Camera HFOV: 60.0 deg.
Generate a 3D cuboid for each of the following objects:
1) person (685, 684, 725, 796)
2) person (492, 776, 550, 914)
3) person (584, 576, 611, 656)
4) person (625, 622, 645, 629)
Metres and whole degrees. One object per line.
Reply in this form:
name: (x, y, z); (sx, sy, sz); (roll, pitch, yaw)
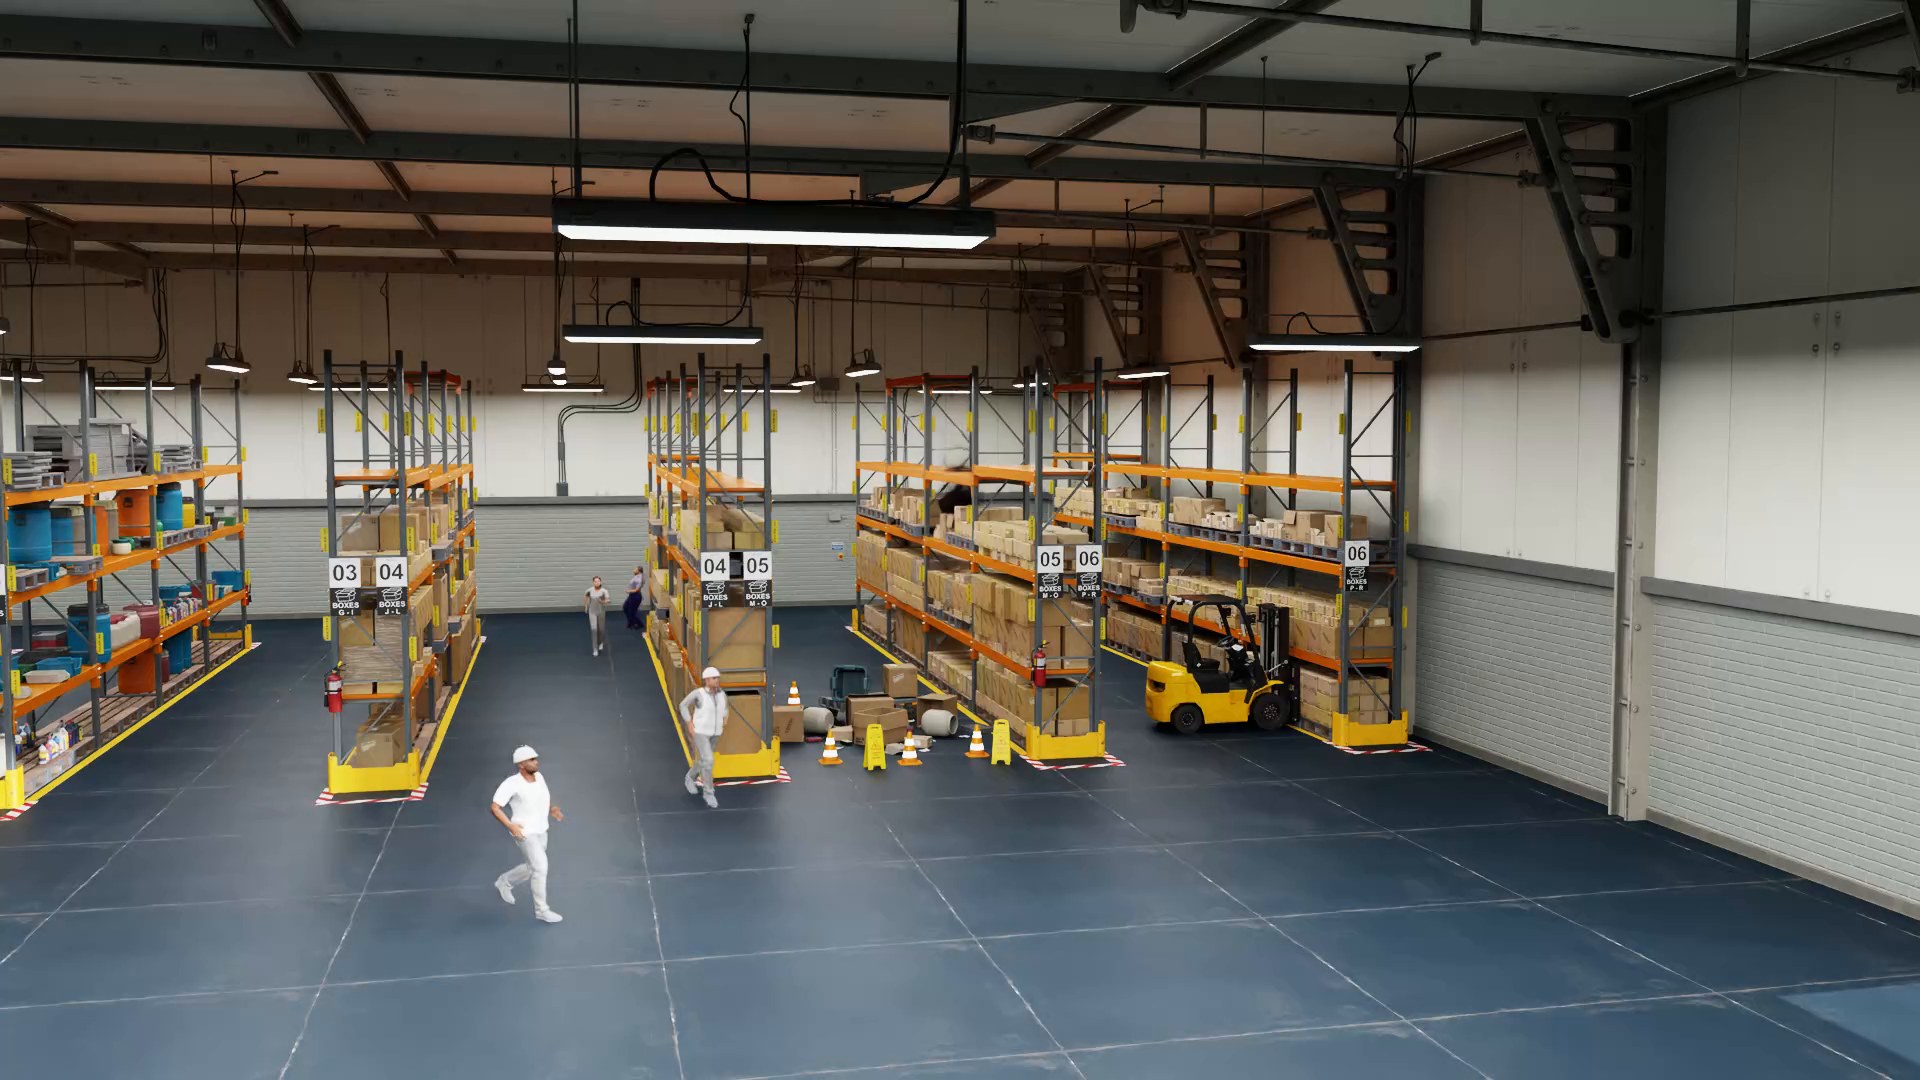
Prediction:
person: (-3.418, 2.630, 22.216); (0.766, 1.446, 0.455); (4, 5, 43)
person: (-4.453, 3.062, 16.870); (0.663, 1.409, 0.682); (1, 4, 20)
person: (-7.881, 1.629, 36.165); (0.553, 1.699, 0.908); (-1, 4, -14)
person: (-7.952, 2.042, 40.641); (0.481, 0.324, 0.375); (-1, 4, -9)
